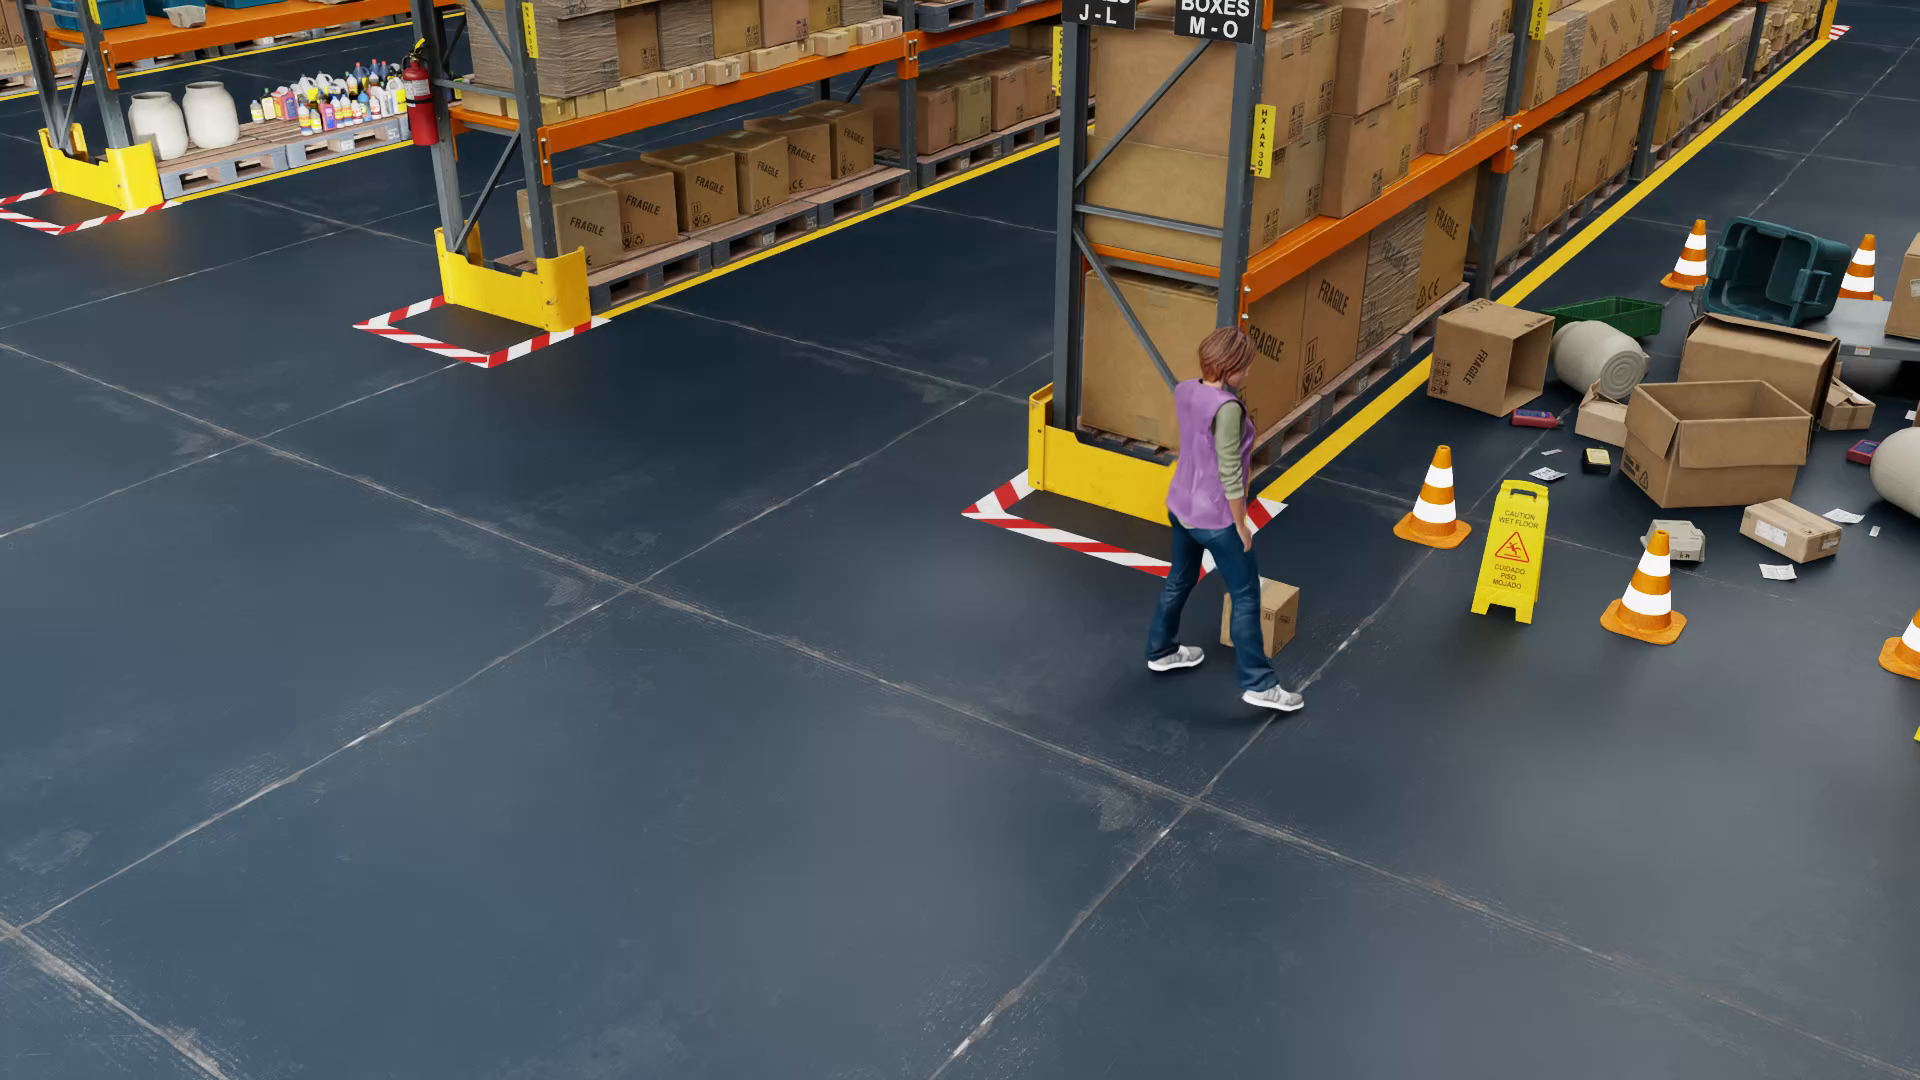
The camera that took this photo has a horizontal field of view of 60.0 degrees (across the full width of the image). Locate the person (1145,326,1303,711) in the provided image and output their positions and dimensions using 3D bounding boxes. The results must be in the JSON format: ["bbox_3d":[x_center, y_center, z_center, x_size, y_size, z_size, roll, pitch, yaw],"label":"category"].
[{"bbox_3d":[1.113,-0.075,6.746,0.466,1.590,0.609,-12,30,-22],"label":"person"}]
